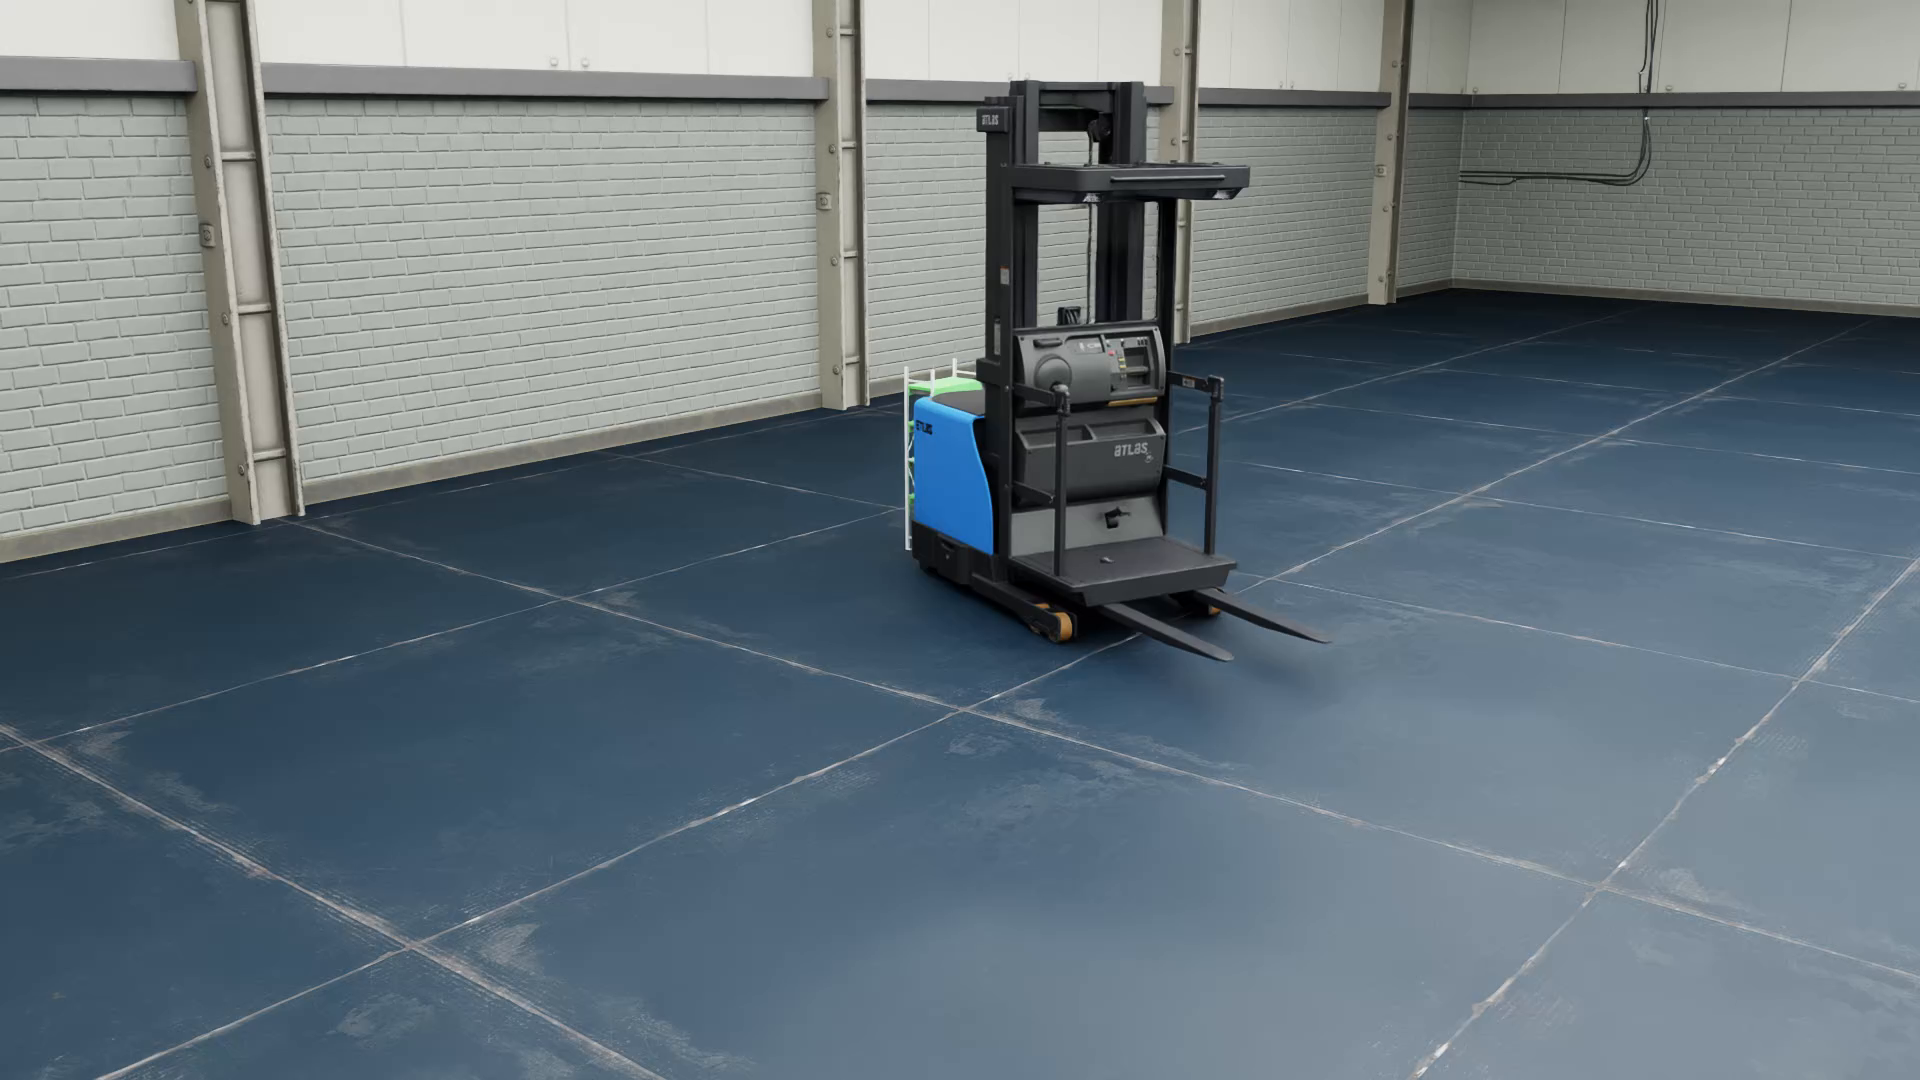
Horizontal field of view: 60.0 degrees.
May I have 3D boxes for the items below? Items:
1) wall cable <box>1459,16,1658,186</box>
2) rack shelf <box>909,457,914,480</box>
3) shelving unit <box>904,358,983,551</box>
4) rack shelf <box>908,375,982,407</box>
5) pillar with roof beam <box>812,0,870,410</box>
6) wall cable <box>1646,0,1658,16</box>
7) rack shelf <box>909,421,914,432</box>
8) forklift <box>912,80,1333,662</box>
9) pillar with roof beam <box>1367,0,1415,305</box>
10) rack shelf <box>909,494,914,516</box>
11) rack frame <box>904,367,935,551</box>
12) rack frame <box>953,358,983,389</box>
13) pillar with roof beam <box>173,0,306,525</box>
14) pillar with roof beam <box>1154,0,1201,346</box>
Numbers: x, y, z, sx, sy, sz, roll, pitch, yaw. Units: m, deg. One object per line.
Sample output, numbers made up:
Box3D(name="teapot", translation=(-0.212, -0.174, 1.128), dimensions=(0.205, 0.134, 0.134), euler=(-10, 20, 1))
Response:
Box3D(name="wall cable", translation=(9.296, -6.829, 26.034), dimensions=(3.097, 2.526, 0.112), euler=(11, 18, 38))
Box3D(name="rack shelf", translation=(-0.104, -0.488, 10.866), dimensions=(0.258, 0.148, 0.480), euler=(11, 18, 38))
Box3D(name="shelving unit", translation=(-0.104, -0.550, 10.850), dimensions=(0.258, 1.200, 0.503), euler=(11, 18, 38))
Box3D(name="rack shelf", translation=(-0.104, -0.953, 10.748), dimensions=(0.258, 0.148, 0.480), euler=(11, 18, 38))
Box3D(name="pillar with roof beam", translation=(2.222, -5.010, 12.568), dimensions=(9.100, 9.000, 0.400), euler=(11, 18, 38))
Box3D(name="wall cable", translation=(11.400, -8.858, 23.765), dimensions=(3.097, 2.526, 0.112), euler=(11, 18, 38))
Box3D(name="rack shelf", translation=(-0.104, -0.721, 10.807), dimensions=(0.258, 0.148, 0.480), euler=(11, 18, 38))
Box3D(name="forklift", translation=(0.841, -0.995, 9.086), dimensions=(1.130, 2.935, 3.031), euler=(-8, 16, -27))
Box3D(name="pillar with roof beam", translation=(9.764, -7.308, 21.614), dimensions=(9.100, 9.000, 0.400), euler=(11, 18, 38))
Box3D(name="rack shelf", translation=(-0.104, -0.255, 10.925), dimensions=(0.258, 0.148, 0.480), euler=(11, 18, 38))
Box3D(name="rack frame", translation=(-0.257, -0.503, 10.666), dimensions=(0.240, 1.200, 0.015), euler=(11, 18, 38))
Box3D(name="rack frame", translation=(0.049, -0.597, 11.034), dimensions=(0.240, 1.200, 0.015), euler=(11, 18, 38))
Box3D(name="pillar with roof beam", translation=(-1.549, -3.861, 8.045), dimensions=(9.100, 9.000, 0.400), euler=(11, 18, 38))
Box3D(name="pillar with roof beam", translation=(5.993, -6.159, 17.091), dimensions=(9.100, 9.000, 0.400), euler=(11, 18, 38))
